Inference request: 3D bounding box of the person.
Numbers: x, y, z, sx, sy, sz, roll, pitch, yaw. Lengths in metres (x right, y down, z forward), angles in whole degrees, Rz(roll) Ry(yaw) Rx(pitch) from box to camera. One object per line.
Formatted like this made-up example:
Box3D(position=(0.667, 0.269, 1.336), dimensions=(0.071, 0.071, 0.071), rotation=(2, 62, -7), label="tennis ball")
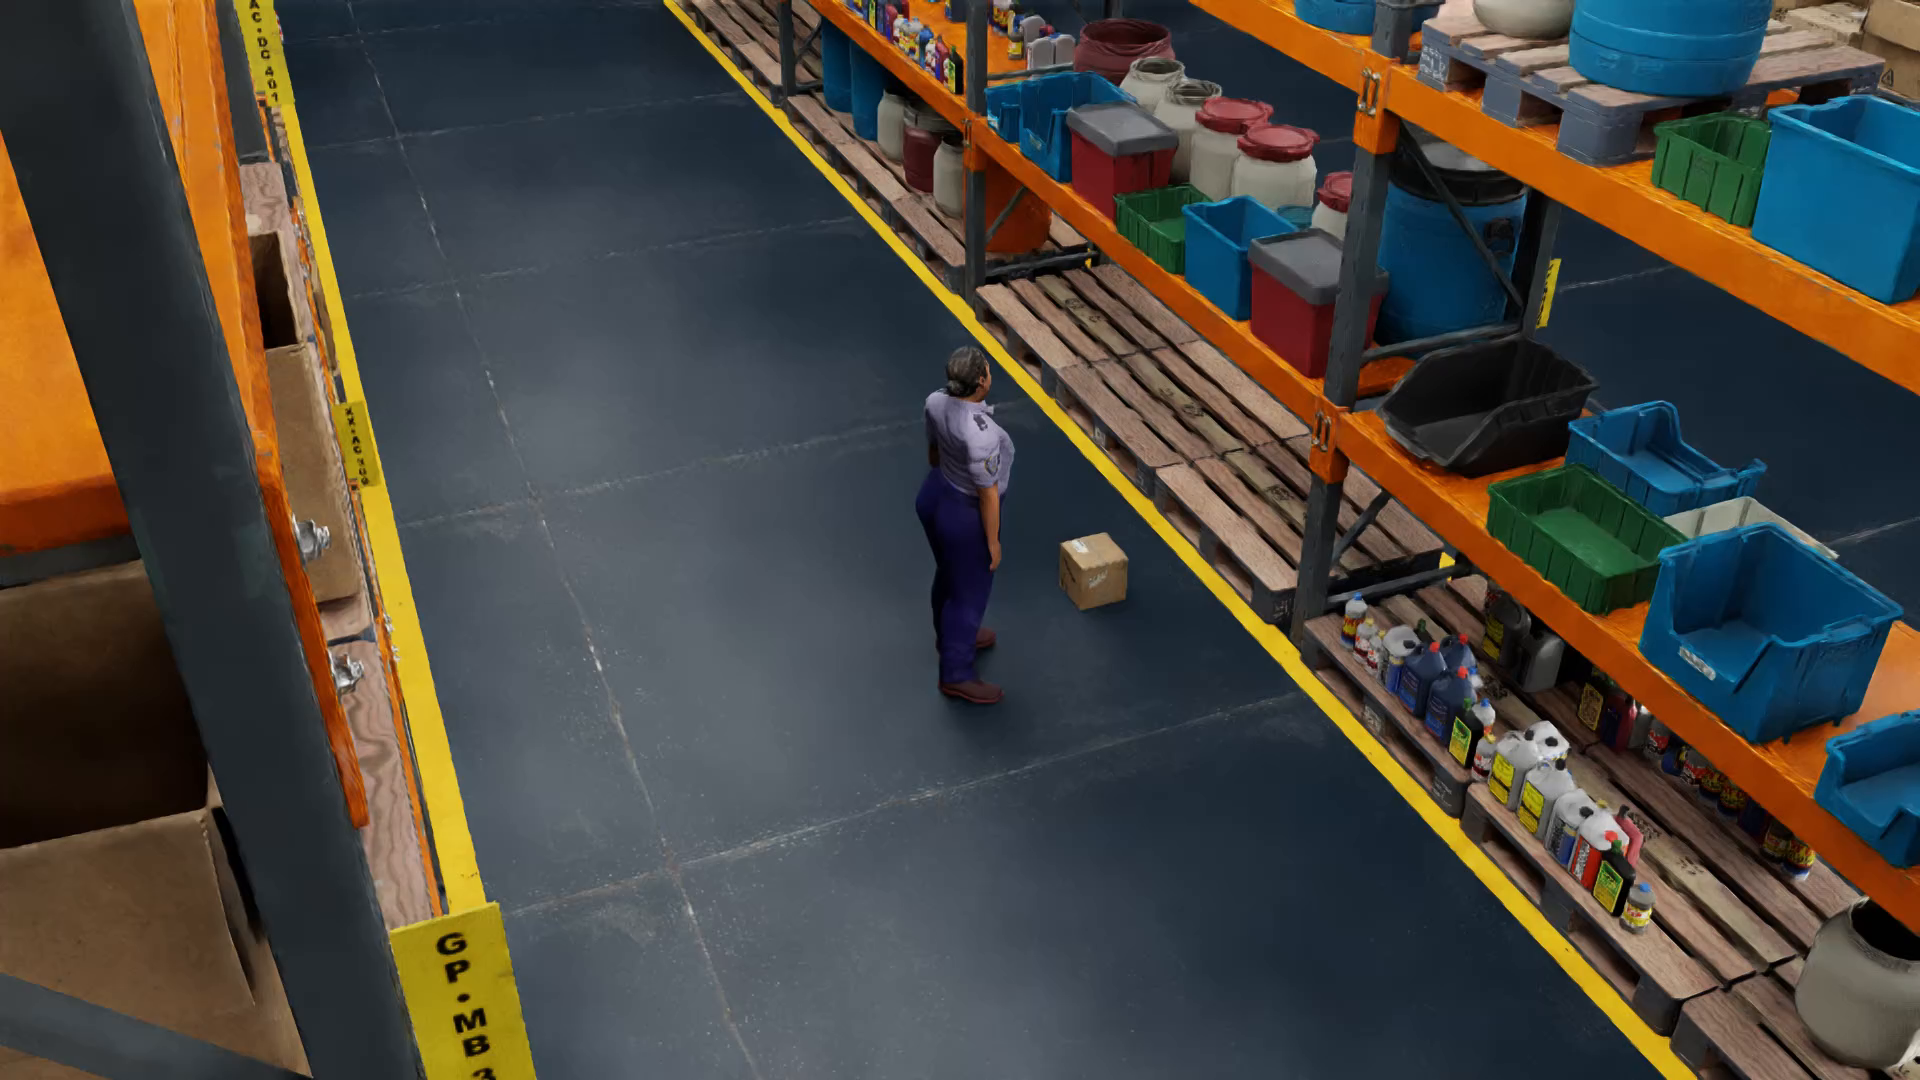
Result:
Box3D(position=(0.028, -0.107, 7.288), dimensions=(0.433, 1.655, 0.626), rotation=(-17, 37, -24), label="person")
